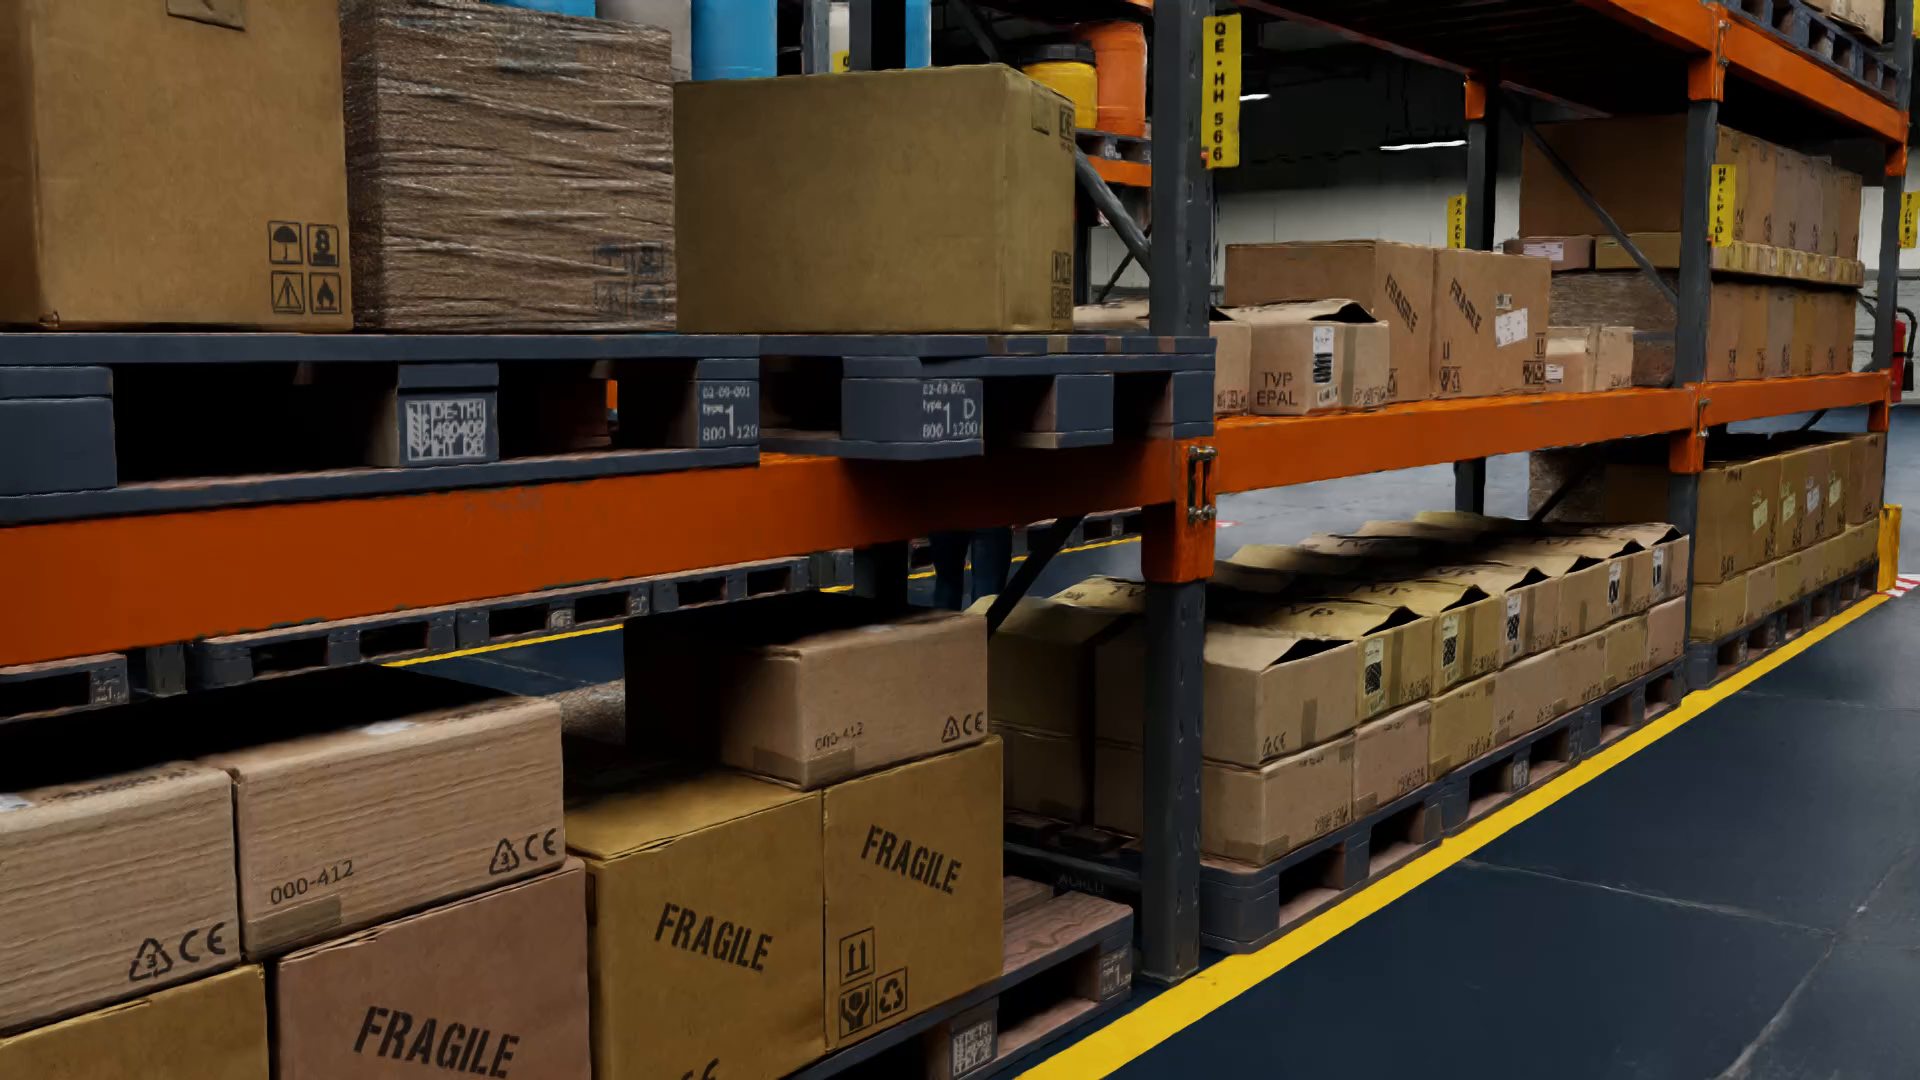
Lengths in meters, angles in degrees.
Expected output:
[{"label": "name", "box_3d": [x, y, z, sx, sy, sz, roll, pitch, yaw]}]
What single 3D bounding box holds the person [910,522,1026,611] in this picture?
[{"label": "person", "box_3d": [0.030, -0.033, 6.691, 0.515, 1.431, 0.726, 2, 7, 20]}]
